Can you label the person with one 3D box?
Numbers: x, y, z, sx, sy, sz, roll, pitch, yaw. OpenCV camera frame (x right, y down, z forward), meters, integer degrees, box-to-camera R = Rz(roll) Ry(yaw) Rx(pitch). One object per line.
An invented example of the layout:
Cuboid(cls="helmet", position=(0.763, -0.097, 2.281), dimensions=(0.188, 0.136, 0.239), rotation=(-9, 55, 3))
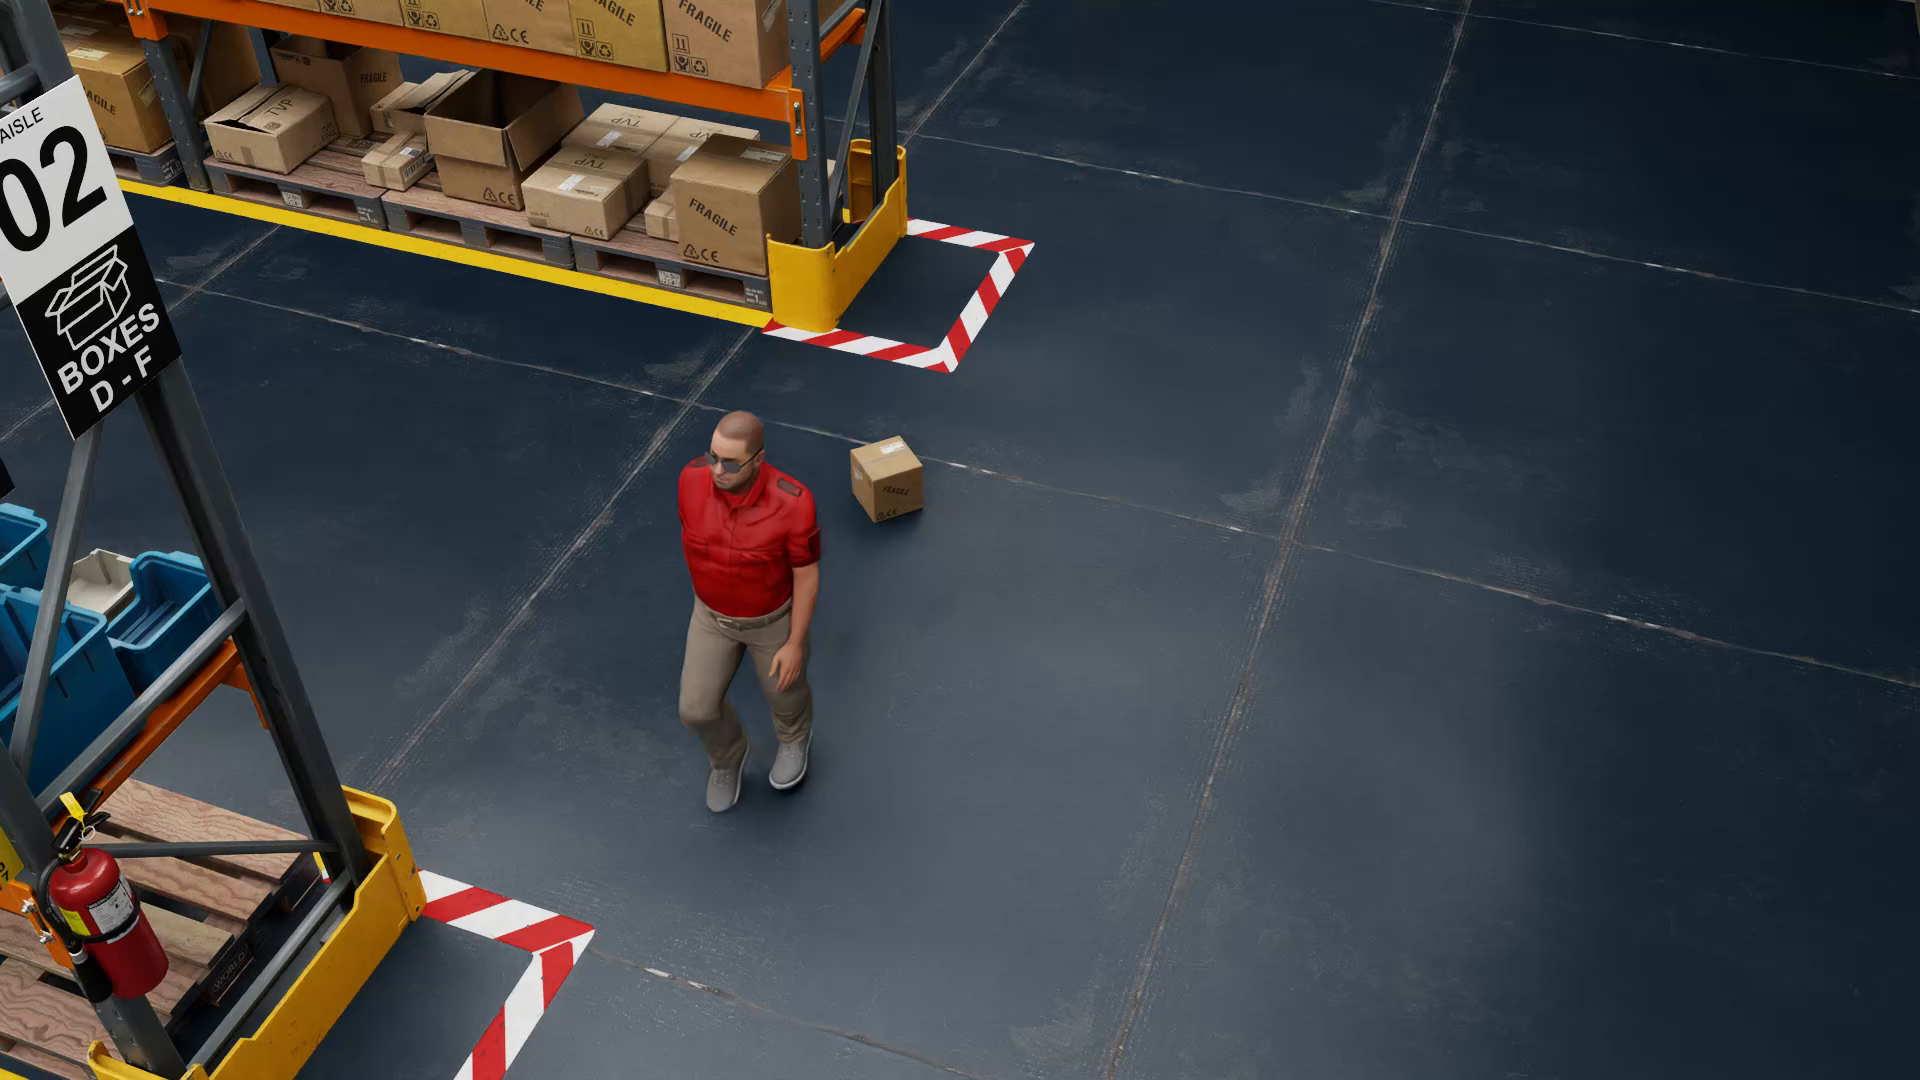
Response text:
Cuboid(cls="person", position=(-0.749, 0.262, 5.832), dimensions=(0.442, 1.541, 0.504), rotation=(11, 42, 12))
